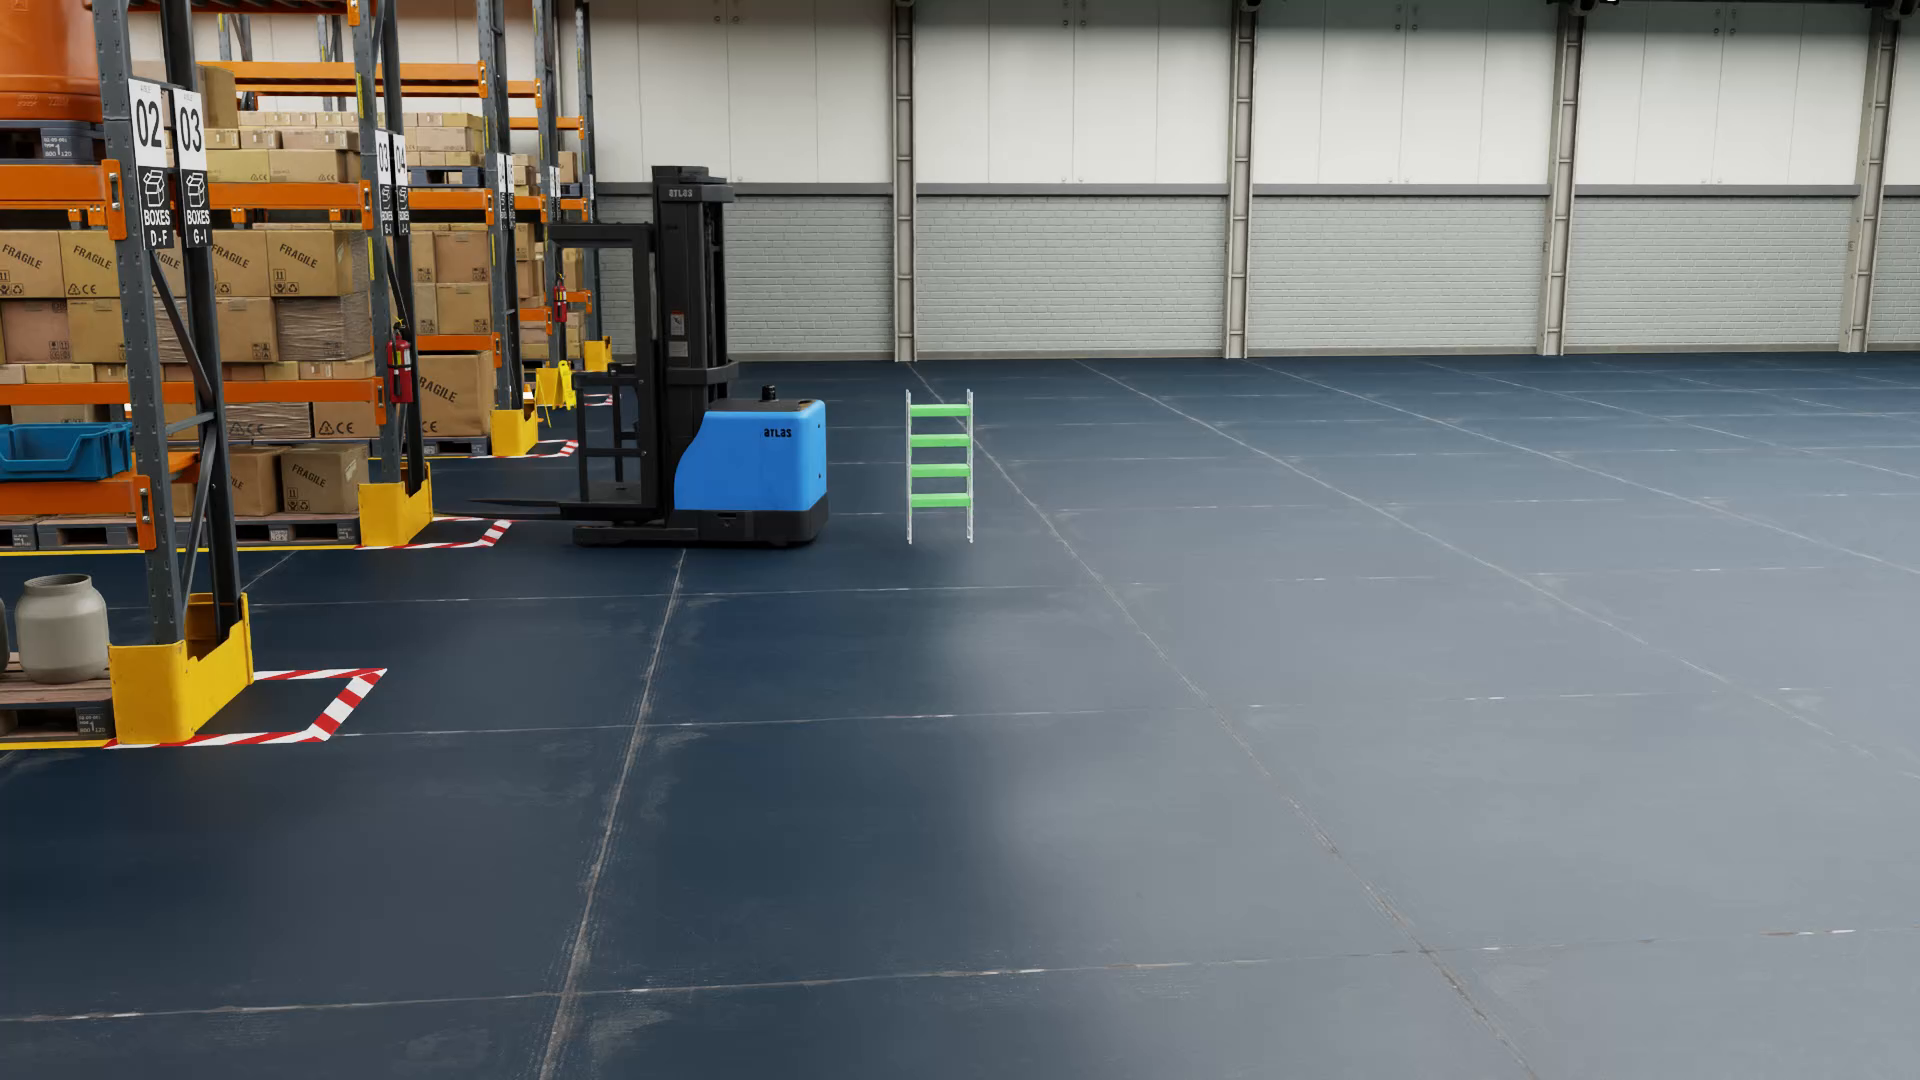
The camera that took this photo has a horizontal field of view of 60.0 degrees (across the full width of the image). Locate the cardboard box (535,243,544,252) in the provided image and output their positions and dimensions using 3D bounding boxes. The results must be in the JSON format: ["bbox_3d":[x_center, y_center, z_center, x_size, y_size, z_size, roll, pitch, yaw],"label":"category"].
[{"bbox_3d":[-6.982,-4.830,27.448,0.250,0.149,0.380,-1,11,-5],"label":"cardboard box"}]

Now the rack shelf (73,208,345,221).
[{"bbox_3d":[-12.115,-5.380,27.048,4.000,0.370,1.077,-1,11,-6],"label":"rack shelf"}]

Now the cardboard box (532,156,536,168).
[{"bbox_3d":[-5.985,-5.206,22.881,0.250,0.149,0.380,-1,11,-6],"label":"cardboard box"}]

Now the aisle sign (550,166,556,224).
[{"bbox_3d":[-5.517,-4.656,22.535,0.004,0.787,0.394,-1,11,-6],"label":"aisle sign"}]

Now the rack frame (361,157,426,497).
[{"bbox_3d":[-4.540,-1.534,13.395,0.127,3.000,1.000,-1,11,-6],"label":"rack frame"}]

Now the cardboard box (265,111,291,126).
[{"bbox_3d":[-7.041,-4.373,17.296,0.250,0.149,0.380,-1,11,-6],"label":"cardboard box"}]

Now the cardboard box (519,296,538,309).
[{"bbox_3d":[-5.959,-3.262,22.838,0.250,0.149,0.380,-1,11,-4],"label":"cardboard box"}]

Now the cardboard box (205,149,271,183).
[{"bbox_3d":[-5.488,-2.863,12.765,0.500,0.250,0.500,-1,11,-6],"label":"cardboard box"}]

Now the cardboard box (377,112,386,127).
[{"bbox_3d":[-6.034,-4.394,17.404,0.250,0.149,0.380,-1,11,-5],"label":"cardboard box"}]

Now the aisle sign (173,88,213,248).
[{"bbox_3d":[-3.965,-1.917,8.606,0.004,0.787,0.394,-1,11,-6],"label":"aisle sign"}]

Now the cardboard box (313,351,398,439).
[{"bbox_3d":[-6.517,-1.605,18.177,0.875,0.875,0.875,-1,11,-7],"label":"cardboard box"}]

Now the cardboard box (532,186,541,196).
[{"bbox_3d":[-5.975,-4.838,23.078,0.250,0.149,0.380,-1,11,-6],"label":"cardboard box"}]

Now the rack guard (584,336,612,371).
[{"bbox_3d":[-6.126,-3.160,28.147,0.348,0.500,1.175,-1,11,-6],"label":"rack guard"}]

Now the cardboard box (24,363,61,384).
[{"bbox_3d":[-7.030,-1.305,12.881,0.250,0.149,0.380,-1,11,-6],"label":"cardboard box"}]

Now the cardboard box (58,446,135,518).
[{"bbox_3d":[-6.937,-0.472,13.385,0.500,0.500,0.500,-2,11,-11],"label":"cardboard box"}]

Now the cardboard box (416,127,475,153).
[{"bbox_3d":[-5.432,-4.223,17.566,0.500,0.250,0.500,-1,11,-5],"label":"cardboard box"}]

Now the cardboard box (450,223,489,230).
[{"bbox_3d":[-6.598,-4.058,22.614,0.500,0.500,0.700,-1,11,-6],"label":"cardboard box"}]

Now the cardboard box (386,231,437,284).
[{"bbox_3d":[-5.885,-3.061,17.975,0.550,0.550,0.875,-1,11,-6],"label":"cardboard box"}]

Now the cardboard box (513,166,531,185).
[{"bbox_3d":[-6.090,-4.916,22.441,0.500,0.250,0.500,-1,11,-7],"label":"cardboard box"}]

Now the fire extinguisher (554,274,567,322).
[{"bbox_3d":[-5.447,-3.311,22.632,0.183,0.674,0.296,-1,11,-6],"label":"fire extinguisher"}]

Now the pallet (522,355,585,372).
[{"bbox_3d":[-6.906,-2.994,28.051,1.213,0.211,1.003,-1,11,-6],"label":"pallet"}]

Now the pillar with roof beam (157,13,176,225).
[{"bbox_3d":[-12.439,-6.538,23.295,0.400,9.000,9.100,-1,11,-6],"label":"pillar with roof beam"}]

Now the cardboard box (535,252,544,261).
[{"bbox_3d":[-6.980,-4.688,27.497,0.250,0.149,0.380,-1,11,-5],"label":"cardboard box"}]

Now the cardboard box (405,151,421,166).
[{"bbox_3d":[-5.775,-4.008,17.509,0.250,0.149,0.380,-1,11,-5],"label":"cardboard box"}]

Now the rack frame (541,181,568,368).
[{"bbox_3d":[-5.610,-3.434,23.062,0.127,3.000,1.000,-1,11,-6],"label":"rack frame"}]

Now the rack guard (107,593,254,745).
[{"bbox_3d":[-4.076,0.653,8.751,0.348,0.500,1.175,-1,11,-6],"label":"rack guard"}]

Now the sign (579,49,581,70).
[{"bbox_3d":[-6.105,-7.723,26.696,0.005,0.325,0.100,-1,11,-6],"label":"sign"}]

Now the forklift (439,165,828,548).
[{"bbox_3d":[-2.639,-1.477,13.285,3.031,2.935,1.130,1,11,4],"label":"forklift"}]

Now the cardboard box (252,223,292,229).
[{"bbox_3d":[-9.126,-4.004,22.338,0.500,0.500,0.700,-1,11,-7],"label":"cardboard box"}]

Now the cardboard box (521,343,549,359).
[{"bbox_3d":[-7.078,-3.164,27.727,0.500,0.250,0.500,-1,11,-6],"label":"cardboard box"}]

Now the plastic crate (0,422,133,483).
[{"bbox_3d":[-4.470,-0.443,8.233,0.616,0.251,0.499,-1,11,-6],"label":"plastic crate"}]

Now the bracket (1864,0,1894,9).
[{"bbox_3d":[16.546,-9.678,29.936,0.430,0.232,0.235,-1,11,-6],"label":"bracket"}]

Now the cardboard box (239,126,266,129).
[{"bbox_3d":[-7.432,-4.181,17.354,0.500,0.250,0.500,-1,11,-7],"label":"cardboard box"}]

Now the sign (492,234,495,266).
[{"bbox_3d":[-4.930,-3.067,17.579,0.005,0.325,0.100,-1,11,-6],"label":"sign"}]

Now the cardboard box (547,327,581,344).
[{"bbox_3d":[-6.600,-3.418,27.723,0.500,0.250,0.500,-1,11,-7],"label":"cardboard box"}]

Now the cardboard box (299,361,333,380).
[{"bbox_3d":[-5.050,-1.360,13.162,0.250,0.149,0.380,-1,11,-6],"label":"cardboard box"}]

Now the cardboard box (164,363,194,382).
[{"bbox_3d":[-6.042,-1.336,13.039,0.250,0.149,0.380,-1,11,-6],"label":"cardboard box"}]

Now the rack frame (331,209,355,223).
[{"bbox_3d":[-10.127,-4.303,27.480,0.127,3.000,1.000,-1,11,-6],"label":"rack frame"}]

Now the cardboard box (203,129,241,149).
[{"bbox_3d":[-5.561,-3.043,12.649,0.250,0.149,0.380,-1,11,-6],"label":"cardboard box"}]

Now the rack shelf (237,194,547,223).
[{"bbox_3d":[-7.598,-4.512,22.630,4.000,0.370,1.077,-1,11,-6],"label":"rack shelf"}]

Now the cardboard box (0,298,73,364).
[{"bbox_3d":[-7.075,-1.677,13.090,0.500,0.500,0.875,-1,11,-6],"label":"cardboard box"}]

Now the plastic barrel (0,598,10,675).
[{"bbox_3d":[-5.149,0.469,8.565,0.421,0.512,0.421,0,11,0],"label":"plastic barrel"}]

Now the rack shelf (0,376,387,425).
[{"bbox_3d":[-6.528,-1.139,13.252,4.000,0.370,1.077,-1,11,-6],"label":"rack shelf"}]

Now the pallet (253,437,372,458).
[{"bbox_3d":[-6.972,-1.063,18.226,1.213,0.211,1.003,-1,11,-6],"label":"pallet"}]

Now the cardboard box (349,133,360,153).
[{"bbox_3d":[-4.839,-3.166,13.278,0.250,0.149,0.380,-1,11,-6],"label":"cardboard box"}]

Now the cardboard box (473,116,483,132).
[{"bbox_3d":[-5.341,-4.536,18.127,0.250,0.149,0.380,-1,11,-5],"label":"cardboard box"}]

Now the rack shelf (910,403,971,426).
[{"bbox_3d":[-0.165,-0.994,13.154,0.480,0.148,0.258,-1,11,-6],"label":"rack shelf"}]

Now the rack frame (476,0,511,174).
[{"bbox_3d":[-4.975,-5.431,17.665,0.127,3.000,1.000,-1,11,-6],"label":"rack frame"}]

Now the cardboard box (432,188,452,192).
[{"bbox_3d":[-6.948,-4.705,22.398,0.250,0.149,0.380,-1,11,-7],"label":"cardboard box"}]

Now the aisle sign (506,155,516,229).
[{"bbox_3d":[-4.937,-3.822,18.293,0.004,0.787,0.394,-1,11,-6],"label":"aisle sign"}]

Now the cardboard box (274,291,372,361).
[{"bbox_3d":[-5.090,-1.723,13.325,0.500,0.500,0.875,-1,11,-6],"label":"cardboard box"}]

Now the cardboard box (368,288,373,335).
[{"bbox_3d":[-6.454,-2.541,18.130,0.550,0.550,0.875,-1,11,-6],"label":"cardboard box"}]

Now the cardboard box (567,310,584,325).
[{"bbox_3d":[-6.648,-3.760,28.165,0.500,0.250,0.500,-1,11,-7],"label":"cardboard box"}]

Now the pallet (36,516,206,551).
[{"bbox_3d":[-6.637,-0.129,13.478,1.213,0.211,1.003,-1,11,-6],"label":"pallet"}]

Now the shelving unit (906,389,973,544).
[{"bbox_3d":[-0.165,-0.585,13.235,0.503,1.200,0.258,-1,11,-6],"label":"shelving unit"}]

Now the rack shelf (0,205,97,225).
[{"bbox_3d":[-10.940,-3.481,17.388,4.000,0.370,1.077,-1,11,-6],"label":"rack shelf"}]

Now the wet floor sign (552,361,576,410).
[{"bbox_3d":[-5.306,-2.078,22.265,0.232,0.644,0.267,3,11,14],"label":"wet floor sign"}]

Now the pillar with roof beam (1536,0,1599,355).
[{"bbox_3d":[11.420,-7.038,25.838,0.548,9.000,9.100,-1,11,-6],"label":"pillar with roof beam"}]

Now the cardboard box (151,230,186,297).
[{"bbox_3d":[-6.054,-2.139,12.852,0.500,0.500,0.500,-1,11,-6],"label":"cardboard box"}]
